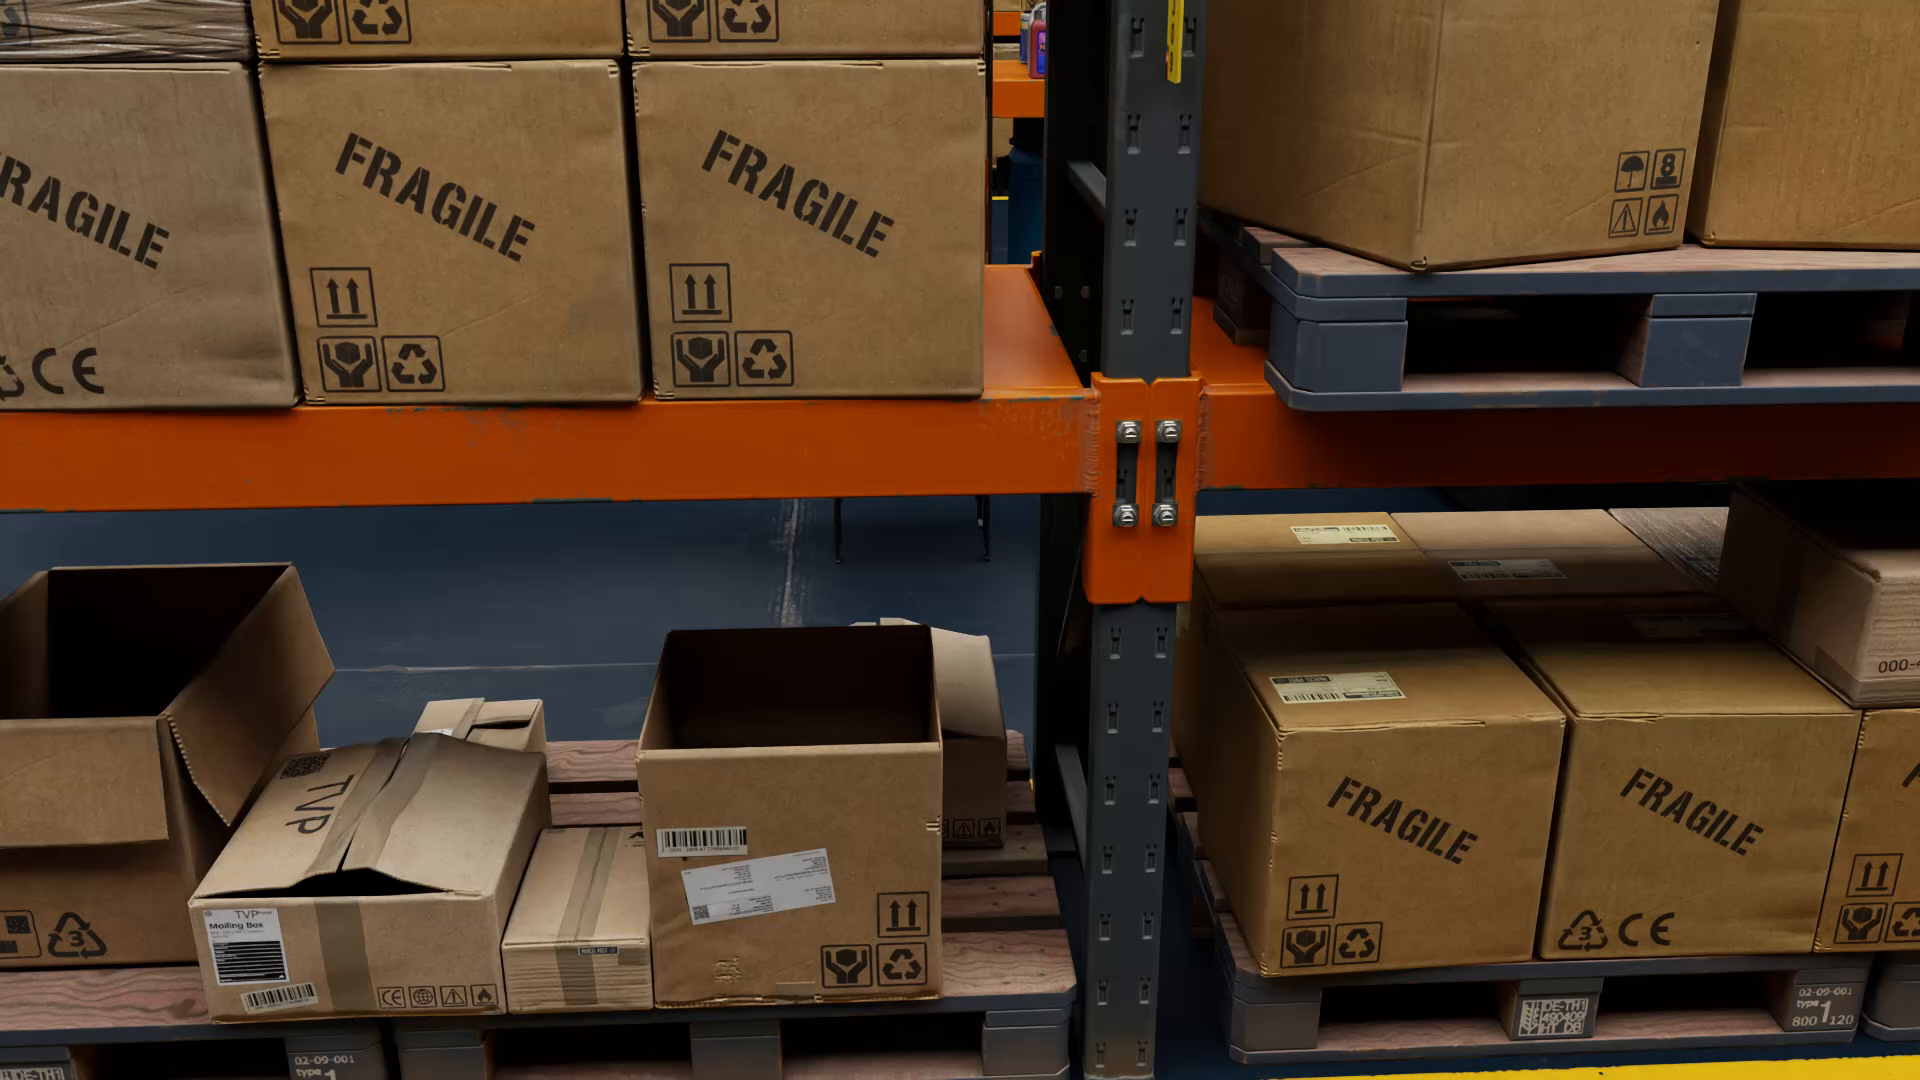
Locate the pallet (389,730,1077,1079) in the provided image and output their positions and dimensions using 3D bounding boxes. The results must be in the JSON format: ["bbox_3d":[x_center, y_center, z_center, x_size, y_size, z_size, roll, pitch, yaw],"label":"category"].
[{"bbox_3d":[-0.424,0.728,3.413,1.213,0.211,1.003,-1,21,-3],"label":"pallet"}]

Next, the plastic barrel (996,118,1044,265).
[{"bbox_3d":[0.526,-1.569,7.886,0.708,0.901,0.600,-1,21,-3],"label":"plastic barrel"}]

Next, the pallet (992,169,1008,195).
[{"bbox_3d":[0.466,-2.847,12.803,1.213,0.211,1.003,-1,21,-3],"label":"pallet"}]

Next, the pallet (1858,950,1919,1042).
[{"bbox_3d":[2.292,0.658,3.595,1.213,0.211,1.003,-1,21,-3],"label":"pallet"}]

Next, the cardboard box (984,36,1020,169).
[{"bbox_3d":[0.337,-3.332,12.552,0.875,0.875,1.225,-1,21,-3],"label":"cardboard box"}]

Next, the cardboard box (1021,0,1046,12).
[{"bbox_3d":[0.675,-4.086,11.997,0.500,0.500,0.500,-1,21,-3],"label":"cardboard box"}]

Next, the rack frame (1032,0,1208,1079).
[{"bbox_3d":[0.261,-0.589,2.952,0.127,3.000,1.000,-1,21,-3],"label":"rack frame"}]

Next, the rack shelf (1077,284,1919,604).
[{"bbox_3d":[2.258,-0.293,3.187,4.000,0.370,1.077,-1,21,-3],"label":"rack shelf"}]

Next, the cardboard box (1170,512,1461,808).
[{"bbox_3d":[0.738,0.262,3.613,0.500,0.500,0.500,-1,21,-3],"label":"cardboard box"}]

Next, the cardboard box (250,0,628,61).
[{"bbox_3d":[-0.740,-0.989,2.458,0.500,0.500,0.500,-2,21,-4],"label":"cardboard box"}]

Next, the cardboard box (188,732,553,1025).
[{"bbox_3d":[-1.040,0.590,3.017,0.500,0.311,0.500,-1,21,-3],"label":"cardboard box"}]

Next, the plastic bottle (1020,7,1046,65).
[{"bbox_3d":[0.357,-2.414,7.919,0.135,0.276,0.152,-1,21,-3],"label":"plastic bottle"}]

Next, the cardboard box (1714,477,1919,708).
[{"bbox_3d":[1.757,0.080,3.037,0.500,0.250,0.500,-1,21,-3],"label":"cardboard box"}]

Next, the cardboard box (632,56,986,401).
[{"bbox_3d":[-0.223,-0.534,2.669,0.500,0.500,0.500,-1,21,-2],"label":"cardboard box"}]

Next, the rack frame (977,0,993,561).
[{"bbox_3d":[0.078,-0.983,5.252,0.015,2.100,0.400,-1,21,-3],"label":"rack frame"}]

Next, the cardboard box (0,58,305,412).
[{"bbox_3d":[-1.250,-0.512,2.610,0.500,0.500,0.500,-1,21,-2],"label":"cardboard box"}]

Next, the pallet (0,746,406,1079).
[{"bbox_3d":[-1.645,0.754,3.345,1.213,0.211,1.003,-1,21,-3],"label":"pallet"}]

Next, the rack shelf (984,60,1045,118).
[{"bbox_3d":[1.979,-2.053,7.809,4.000,0.370,1.077,-1,21,-3],"label":"rack shelf"}]

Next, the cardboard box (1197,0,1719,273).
[{"bbox_3d":[0.747,-0.762,2.676,0.500,0.500,0.700,-9,22,-21],"label":"cardboard box"}]

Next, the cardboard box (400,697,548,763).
[{"bbox_3d":[-1.033,0.482,3.502,0.250,0.166,0.380,-1,21,-3],"label":"cardboard box"}]

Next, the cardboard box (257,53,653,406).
[{"bbox_3d":[-0.738,-0.524,2.640,0.500,0.500,0.500,-1,21,-2],"label":"cardboard box"}]

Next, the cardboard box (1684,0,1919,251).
[{"bbox_3d":[1.430,-0.799,2.772,0.500,0.500,0.700,2,21,6],"label":"cardboard box"}]

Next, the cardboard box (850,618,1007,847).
[{"bbox_3d":[-0.170,0.394,3.532,0.500,0.311,0.500,-1,21,-3],"label":"cardboard box"}]

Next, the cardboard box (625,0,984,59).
[{"bbox_3d":[-0.229,-1.001,2.488,0.500,0.500,0.500,-1,21,-3],"label":"cardboard box"}]

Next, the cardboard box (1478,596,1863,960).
[{"bbox_3d":[1.290,0.436,3.156,0.500,0.500,0.500,-1,21,-2],"label":"cardboard box"}]

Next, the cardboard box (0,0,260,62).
[{"bbox_3d":[-1.243,-0.979,2.432,0.500,0.500,0.500,-1,21,-3],"label":"cardboard box"}]

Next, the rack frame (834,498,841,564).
[{"bbox_3d":[-0.409,-0.973,5.226,0.015,2.100,0.400,-1,21,-3],"label":"rack frame"}]

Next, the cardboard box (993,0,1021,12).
[{"bbox_3d":[0.173,-4.075,11.969,0.500,0.500,0.500,-1,21,-3],"label":"cardboard box"}]

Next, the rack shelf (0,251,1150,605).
[{"bbox_3d":[-1.735,-0.212,2.974,4.000,0.370,1.077,-1,21,-3],"label":"rack shelf"}]

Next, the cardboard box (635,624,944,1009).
[{"bbox_3d":[-0.291,0.486,3.024,0.500,0.500,0.500,-1,21,-3],"label":"cardboard box"}]

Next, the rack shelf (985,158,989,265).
[{"bbox_3d":[-0.165,-0.965,5.243,0.480,0.518,0.431,-1,21,-3],"label":"rack shelf"}]

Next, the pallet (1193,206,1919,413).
[{"bbox_3d":[1.065,-0.477,2.927,1.213,0.211,1.003,-1,21,-3],"label":"pallet"}]

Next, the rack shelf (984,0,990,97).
[{"bbox_3d":[-0.165,-1.619,4.994,0.480,0.518,0.431,-1,21,-3],"label":"rack shelf"}]

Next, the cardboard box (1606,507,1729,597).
[{"bbox_3d":[1.732,0.245,3.658,0.500,0.500,0.500,-1,21,-2],"label":"cardboard box"}]

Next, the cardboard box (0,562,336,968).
[{"bbox_3d":[-1.614,0.412,3.213,0.637,0.503,0.797,-1,21,-3],"label":"cardboard box"}]

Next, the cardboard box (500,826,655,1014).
[{"bbox_3d":[-0.662,0.679,3.010,0.250,0.149,0.380,-1,21,-3],"label":"cardboard box"}]

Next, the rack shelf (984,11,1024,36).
[{"bbox_3d":[1.696,-3.813,12.430,4.000,0.370,1.077,-1,21,-3],"label":"rack shelf"}]

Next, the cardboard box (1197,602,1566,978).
[{"bbox_3d":[0.758,0.450,3.117,0.500,0.500,0.500,-2,21,-5],"label":"cardboard box"}]

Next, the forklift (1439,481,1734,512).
[{"bbox_3d":[3.208,-1.555,5.587,3.031,2.935,1.130,-3,21,-8],"label":"forklift"}]

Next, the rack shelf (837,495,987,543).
[{"bbox_3d":[-0.165,-0.311,5.492,0.480,0.518,0.431,-1,21,-3],"label":"rack shelf"}]

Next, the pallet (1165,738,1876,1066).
[{"bbox_3d":[1.071,0.684,3.527,1.213,0.211,1.003,-1,21,-3],"label":"pallet"}]

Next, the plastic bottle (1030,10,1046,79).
[{"bbox_3d":[0.373,-2.150,7.217,0.133,0.283,0.061,-1,21,-3],"label":"plastic bottle"}]

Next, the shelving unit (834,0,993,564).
[{"bbox_3d":[-0.165,-0.978,5.239,0.503,2.100,0.431,-1,21,-3],"label":"shelving unit"}]

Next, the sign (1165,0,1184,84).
[{"bbox_3d":[0.300,-0.801,2.292,0.005,0.325,0.100,-1,21,-3],"label":"sign"}]

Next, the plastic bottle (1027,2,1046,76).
[{"bbox_3d":[0.393,-2.218,7.302,0.185,0.351,0.144,-1,21,-3],"label":"plastic bottle"}]

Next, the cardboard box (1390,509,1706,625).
[{"bbox_3d":[1.232,0.255,3.631,0.500,0.500,0.500,-1,21,-3],"label":"cardboard box"}]

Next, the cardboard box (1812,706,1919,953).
[{"bbox_3d":[1.789,0.428,3.176,0.500,0.500,0.500,-1,21,-2],"label":"cardboard box"}]
